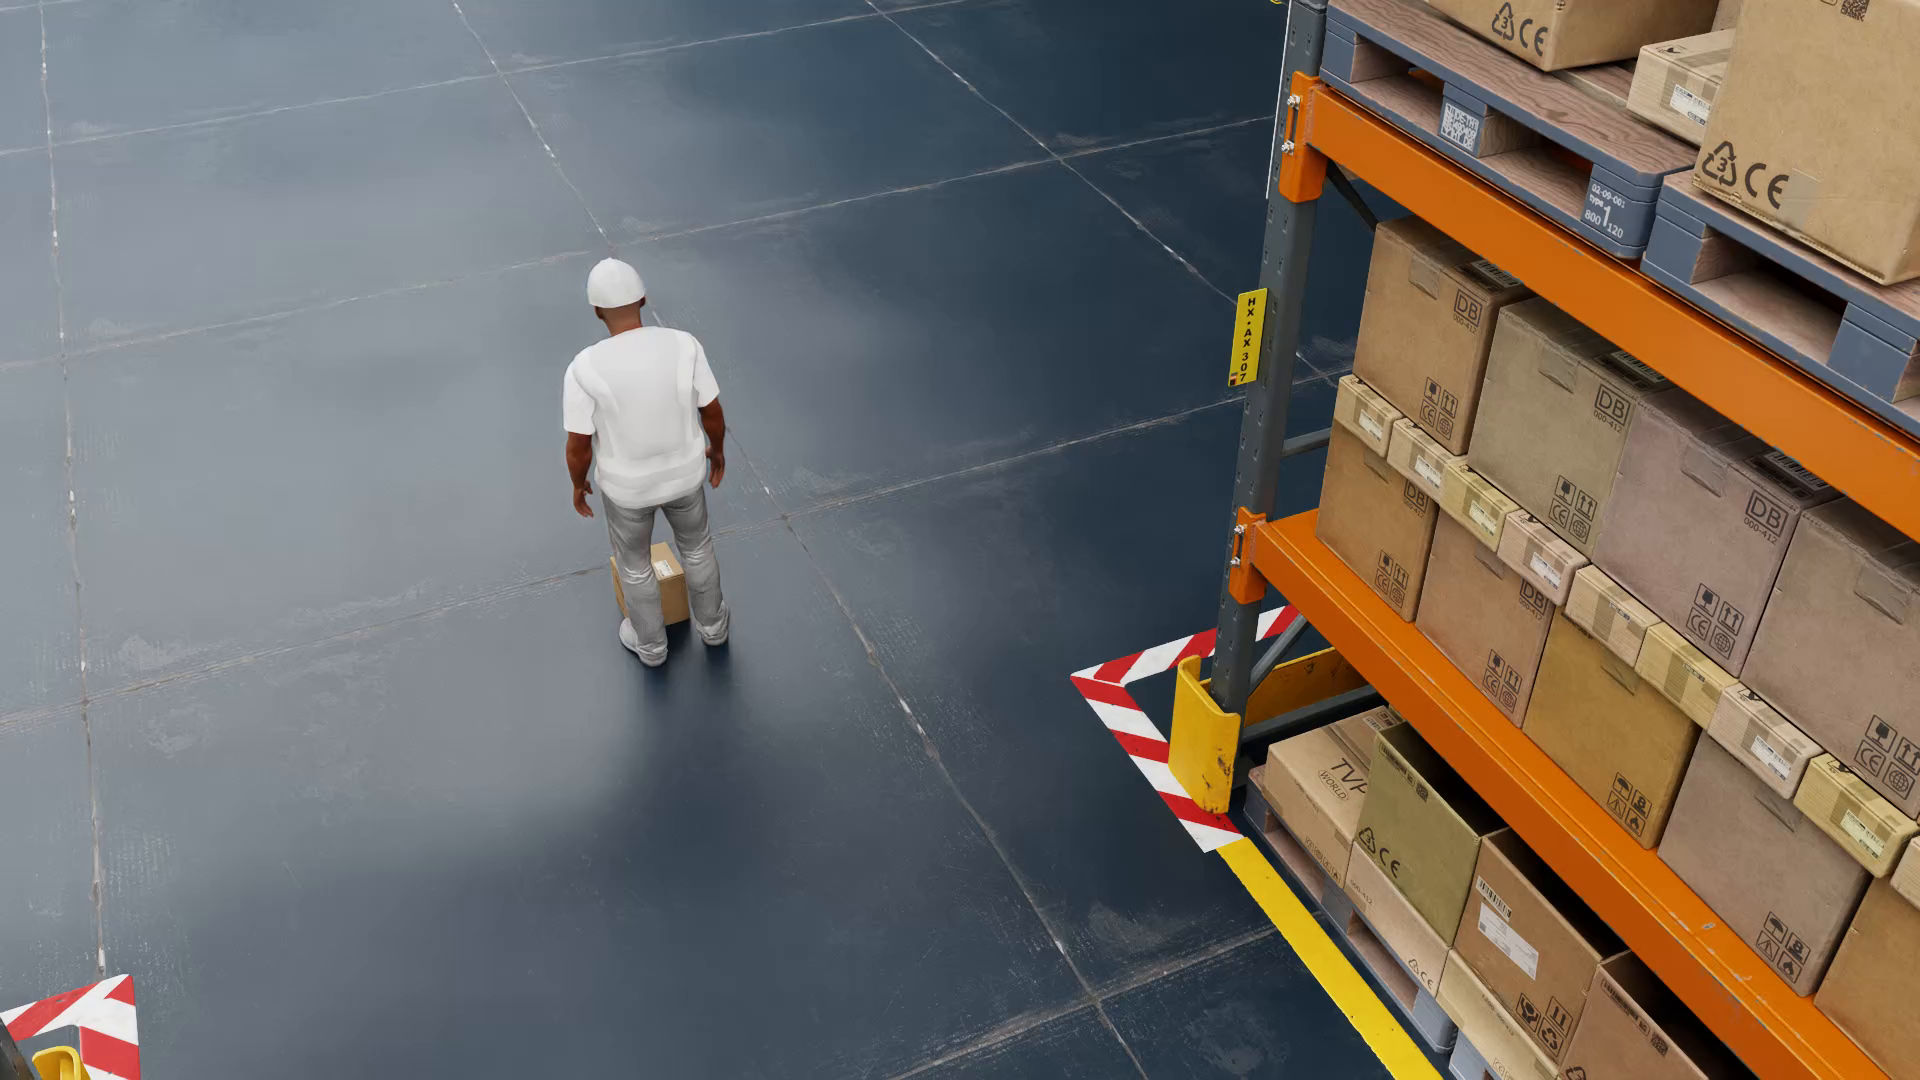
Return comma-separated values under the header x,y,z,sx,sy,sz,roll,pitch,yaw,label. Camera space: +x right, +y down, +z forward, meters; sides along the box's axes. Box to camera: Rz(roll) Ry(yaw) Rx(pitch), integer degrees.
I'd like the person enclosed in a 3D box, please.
x,y,z,sx,sy,sz,roll,pitch,yaw,label
-1.214,-0.276,6.500,0.628,1.761,0.456,-15,40,-19,person
